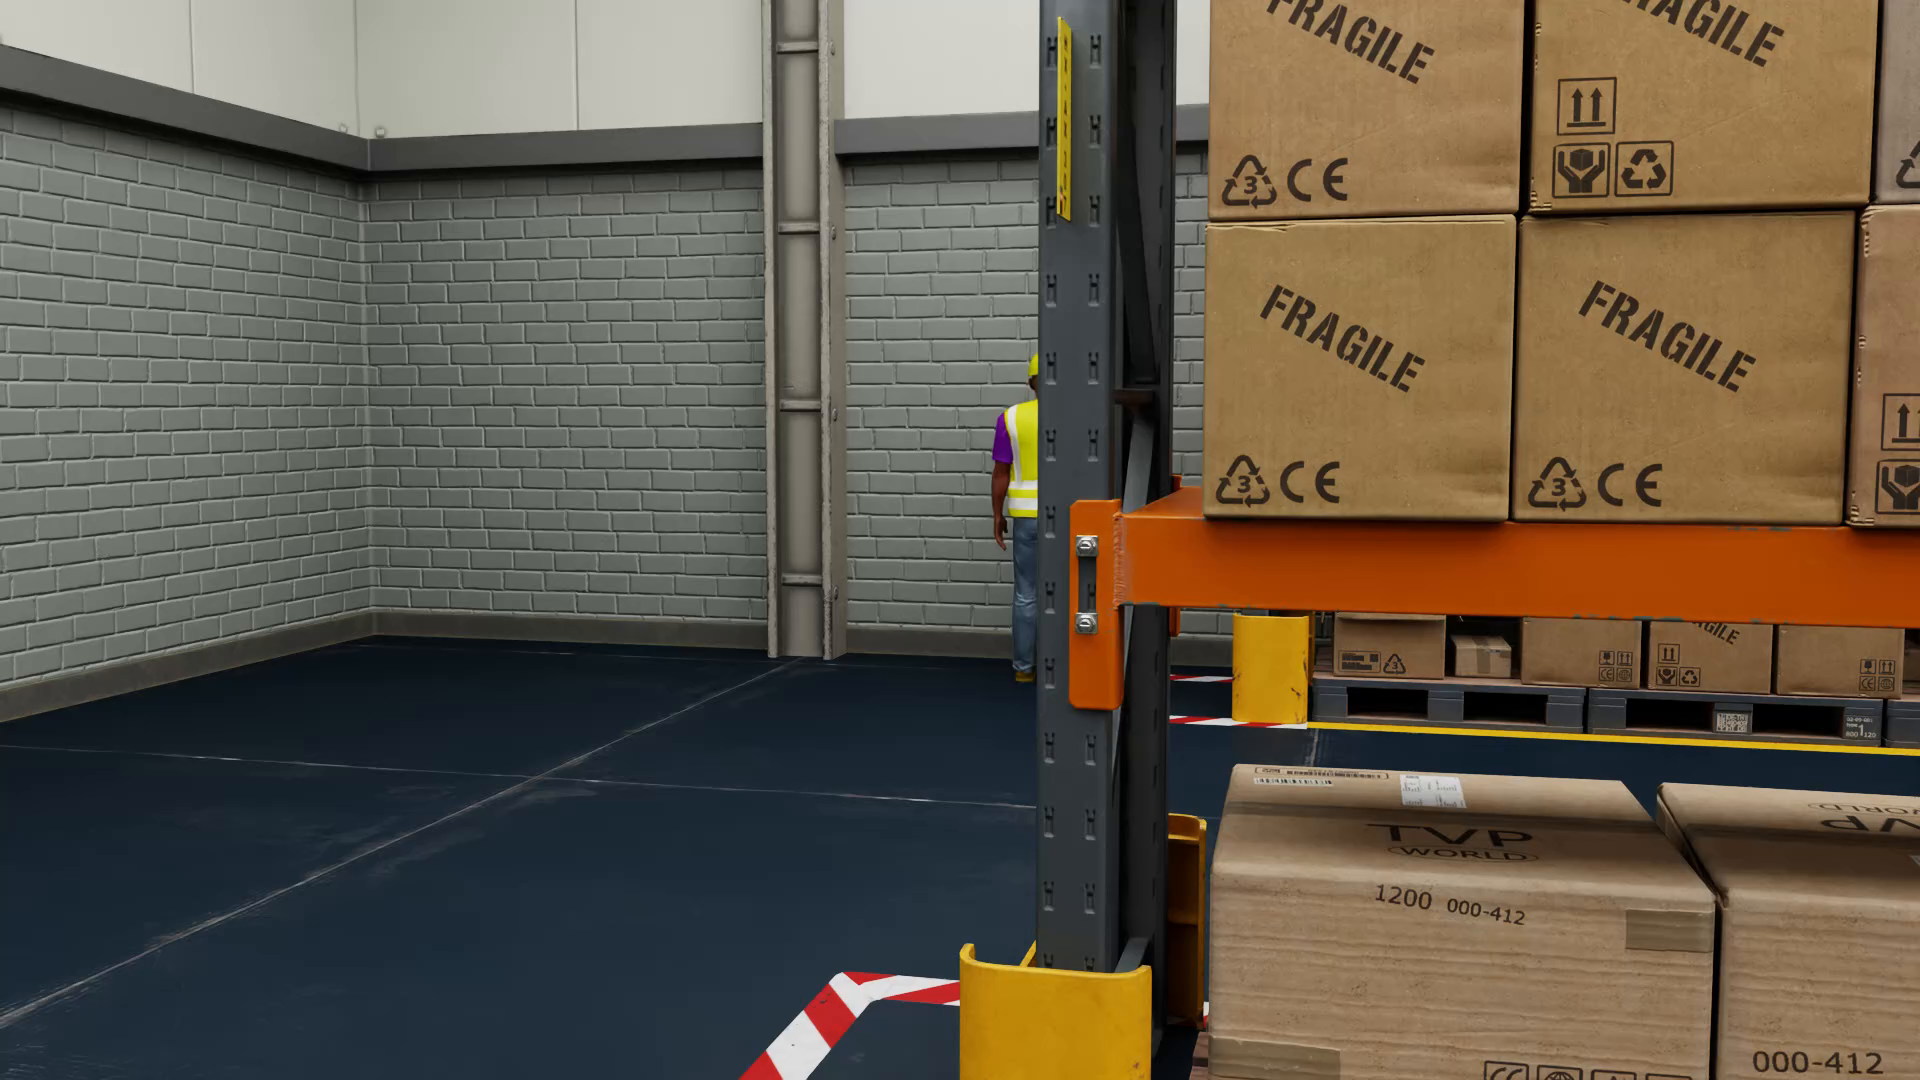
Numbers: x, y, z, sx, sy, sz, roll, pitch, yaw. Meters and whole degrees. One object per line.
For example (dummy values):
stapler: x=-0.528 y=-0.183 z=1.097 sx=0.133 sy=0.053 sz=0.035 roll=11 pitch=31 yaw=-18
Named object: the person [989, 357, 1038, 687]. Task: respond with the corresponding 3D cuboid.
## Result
person: x=0.444 y=-0.106 z=8.752 sx=0.575 sy=1.747 sz=0.390 roll=1 pitch=5 yaw=15
